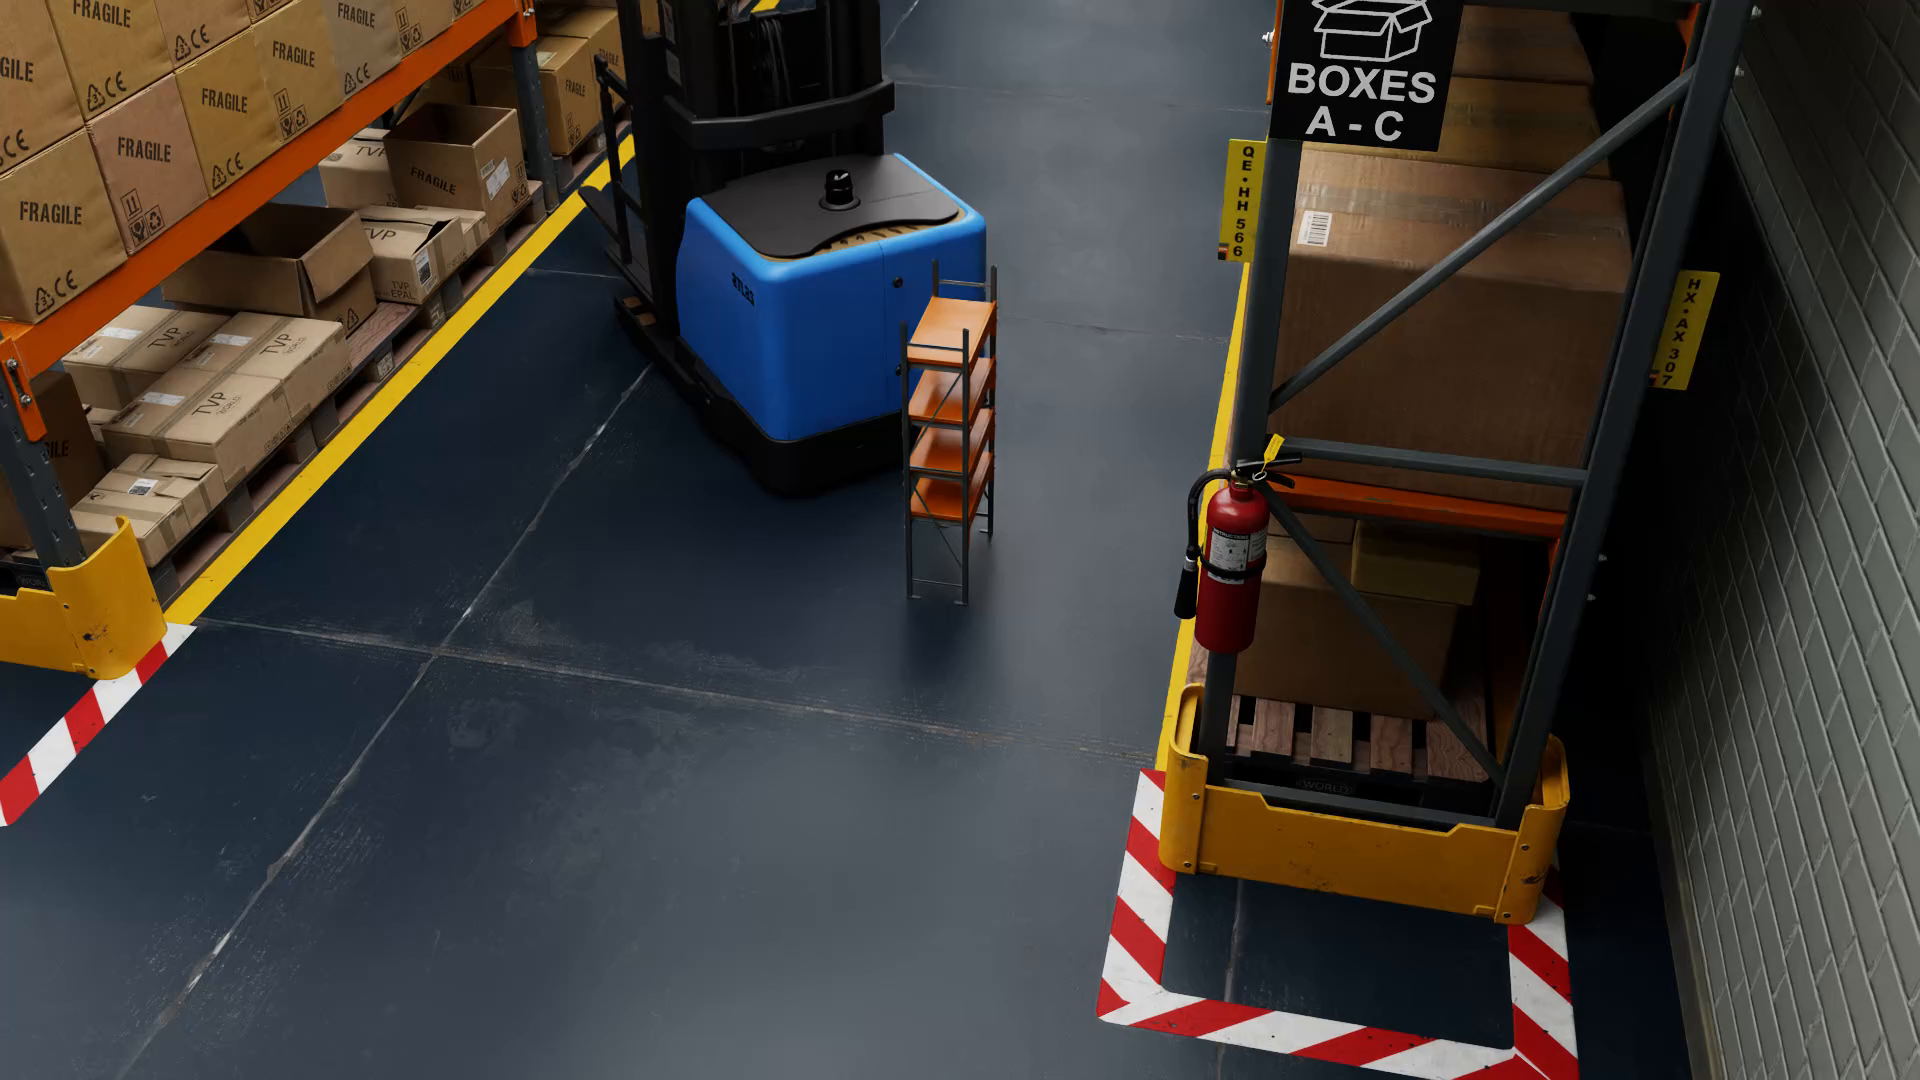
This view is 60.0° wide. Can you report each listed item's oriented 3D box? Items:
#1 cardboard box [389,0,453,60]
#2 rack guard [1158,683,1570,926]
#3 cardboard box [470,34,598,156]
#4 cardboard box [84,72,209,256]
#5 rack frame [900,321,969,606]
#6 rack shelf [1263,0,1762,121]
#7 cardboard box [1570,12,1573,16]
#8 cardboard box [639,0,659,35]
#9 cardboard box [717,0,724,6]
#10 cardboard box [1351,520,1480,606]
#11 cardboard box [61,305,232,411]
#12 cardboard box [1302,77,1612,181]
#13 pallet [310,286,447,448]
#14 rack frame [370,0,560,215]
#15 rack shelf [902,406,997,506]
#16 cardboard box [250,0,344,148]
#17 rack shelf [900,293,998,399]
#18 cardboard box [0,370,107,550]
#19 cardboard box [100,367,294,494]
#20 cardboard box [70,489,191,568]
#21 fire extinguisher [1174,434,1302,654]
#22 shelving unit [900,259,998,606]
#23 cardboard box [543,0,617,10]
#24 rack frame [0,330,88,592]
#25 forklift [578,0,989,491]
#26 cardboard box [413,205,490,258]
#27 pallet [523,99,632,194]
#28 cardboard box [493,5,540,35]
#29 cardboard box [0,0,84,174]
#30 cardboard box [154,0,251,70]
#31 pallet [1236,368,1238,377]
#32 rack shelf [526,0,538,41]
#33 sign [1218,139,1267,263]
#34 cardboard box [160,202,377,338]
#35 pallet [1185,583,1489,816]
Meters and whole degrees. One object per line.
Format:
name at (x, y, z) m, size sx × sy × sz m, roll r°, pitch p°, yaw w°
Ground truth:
cardboard box at (-2.712, -2.544, 7.619) m, size 0.500 × 0.500 × 0.500 m, roll 8°, pitch 37°, yaw 11°
rack guard at (1.233, 0.820, 5.193) m, size 1.175 × 0.500 × 0.348 m, roll 7°, pitch 37°, yaw 10°
cardboard box at (-2.406, -2.531, 9.441) m, size 0.500 × 0.500 × 0.500 m, roll 6°, pitch 36°, yaw 8°
cardboard box at (-3.144, -1.383, 6.018) m, size 0.500 × 0.500 × 0.500 m, roll 7°, pitch 37°, yaw 10°
rack frame at (-0.087, -0.251, 6.074) m, size 0.240 × 1.200 × 0.015 m, roll 7°, pitch 37°, yaw 10°
rack shelf at (1.666, -2.276, 5.392) m, size 1.077 × 0.370 × 4.000 m, roll 7°, pitch 37°, yaw 10°
cardboard box at (1.800, -1.894, 6.552) m, size 0.980 × 0.700 × 0.700 m, roll 6°, pitch 36°, yaw 9°
cardboard box at (-2.189, -3.124, 10.259) m, size 0.500 × 0.500 × 0.500 m, roll 8°, pitch 37°, yaw 11°
cardboard box at (-1.863, -4.012, 11.485) m, size 0.500 × 0.500 × 0.500 m, roll 9°, pitch 37°, yaw 12°
cardboard box at (1.459, 0.056, 5.336) m, size 0.380 × 0.149 × 0.250 m, roll 8°, pitch 37°, yaw 10°
cardboard box at (-3.494, -0.773, 7.229) m, size 0.500 × 0.250 × 0.500 m, roll 7°, pitch 37°, yaw 10°
cardboard box at (1.482, -1.040, 5.373) m, size 0.980 × 0.700 × 0.700 m, roll 7°, pitch 37°, yaw 10°
pallet at (-3.153, -0.894, 7.804) m, size 1.003 × 0.211 × 1.213 m, roll 7°, pitch 37°, yaw 10°
rack frame at (-2.747, -3.118, 8.497) m, size 1.000 × 3.000 × 0.127 m, roll 7°, pitch 37°, yaw 10°
rack shelf at (-0.035, -0.336, 6.306) m, size 0.258 × 0.148 × 0.480 m, roll 7°, pitch 37°, yaw 10°
cardboard box at (-2.926, -1.957, 6.809) m, size 0.500 × 0.500 × 0.500 m, roll 8°, pitch 37°, yaw 11°
rack shelf at (-0.035, -0.709, 6.036) m, size 0.258 × 0.148 × 0.480 m, roll 7°, pitch 37°, yaw 10°
cardboard box at (-3.726, -0.334, 6.410) m, size 0.500 × 0.500 × 0.500 m, roll 7°, pitch 37°, yaw 10°
cardboard box at (-3.102, -0.453, 6.787) m, size 0.500 × 0.250 × 0.500 m, roll 7°, pitch 37°, yaw 10°
cardboard box at (-3.177, -0.046, 6.312) m, size 0.380 × 0.149 × 0.250 m, roll 7°, pitch 37°, yaw 10°
fire extinguisher at (0.755, 0.005, 4.571) m, size 0.296 × 0.674 × 0.183 m, roll 7°, pitch 37°, yaw 10°
shelving unit at (-0.035, -0.391, 6.267) m, size 0.258 × 1.200 × 0.503 m, roll 7°, pitch 37°, yaw 10°
cardboard box at (-2.192, -3.408, 10.012) m, size 0.500 × 0.250 × 0.500 m, roll 7°, pitch 37°, yaw 10°
rack frame at (-3.602, -0.825, 5.332) m, size 1.000 × 3.000 × 0.127 m, roll 7°, pitch 37°, yaw 10°
forklift at (-1.035, -2.235, 7.336) m, size 1.130 × 2.935 × 3.031 m, roll -18°, pitch 40°, yaw -23°
cardboard box at (-2.613, -1.557, 8.397) m, size 0.380 × 0.149 × 0.250 m, roll 7°, pitch 37°, yaw 10°
pallet at (-2.611, -2.460, 9.965) m, size 1.003 × 0.211 × 1.213 m, roll 7°, pitch 37°, yaw 10°
cardboard box at (-2.808, -2.886, 9.930) m, size 0.500 × 0.500 × 0.500 m, roll 7°, pitch 37°, yaw 10°
cardboard box at (-3.249, -1.492, 5.315) m, size 0.500 × 0.500 × 0.500 m, roll 8°, pitch 37°, yaw 11°
cardboard box at (-3.033, -2.079, 6.125) m, size 0.500 × 0.500 × 0.500 m, roll 8°, pitch 37°, yaw 11°
pallet at (1.854, -0.944, 7.873) m, size 1.003 × 0.211 × 1.213 m, roll 7°, pitch 37°, yaw 10°
rack shelf at (-2.320, -3.974, 10.290) m, size 1.077 × 0.370 × 4.000 m, roll 7°, pitch 37°, yaw 10°
sign at (0.711, -0.847, 4.174) m, size 0.100 × 0.325 × 0.005 m, roll 7°, pitch 37°, yaw 10°
cardboard box at (-3.144, -1.208, 7.613) m, size 0.797 × 0.503 × 0.637 m, roll 7°, pitch 37°, yaw 10°
pallet at (1.333, 0.455, 5.943) m, size 1.003 × 0.211 × 1.213 m, roll 7°, pitch 37°, yaw 10°
